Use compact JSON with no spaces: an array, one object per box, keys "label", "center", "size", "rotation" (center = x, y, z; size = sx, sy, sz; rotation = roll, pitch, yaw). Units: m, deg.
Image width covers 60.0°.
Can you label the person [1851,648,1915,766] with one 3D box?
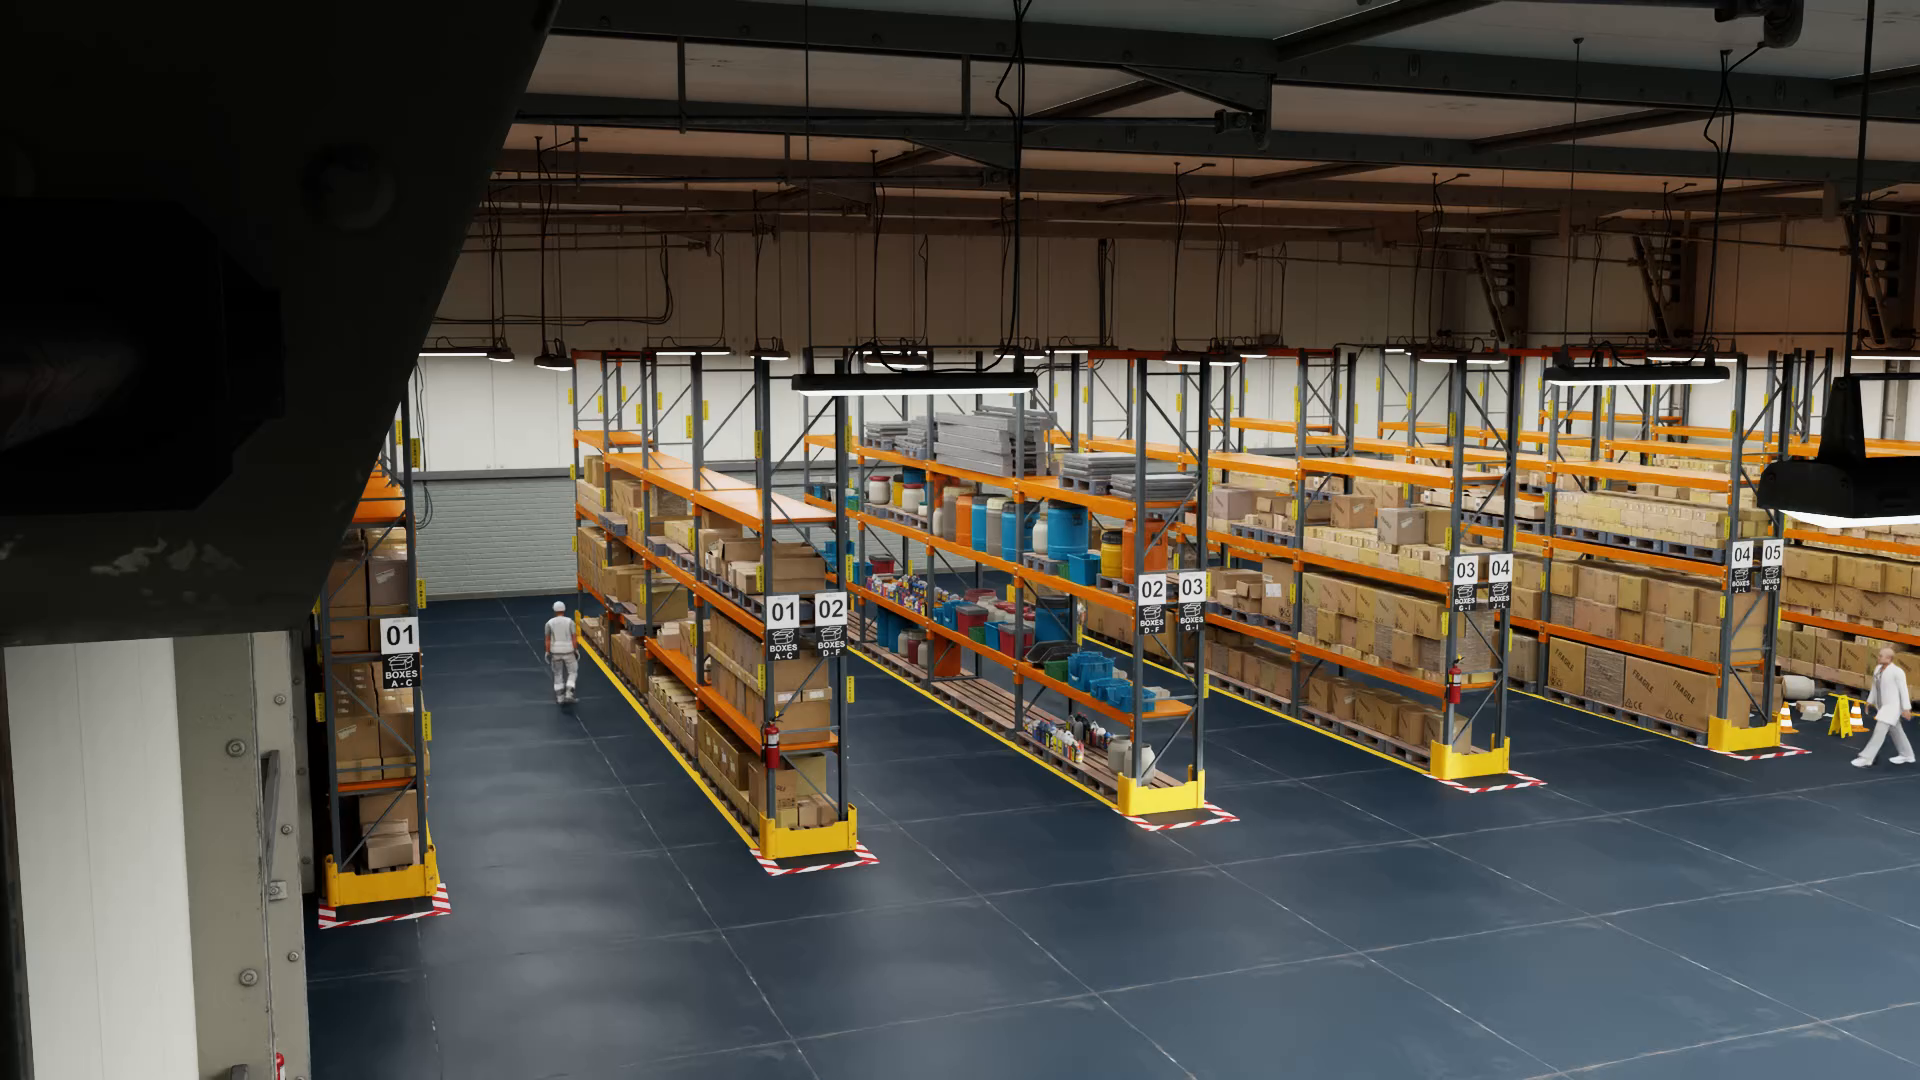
[{"label":"person","center":[13.521,2.430,24.329],"size":[1.062,1.718,0.629],"rotation":[0,7,-2]}]

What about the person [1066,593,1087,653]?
[{"label":"person","center":[2.027,1.641,30.765],"size":[0.656,1.489,0.757],"rotation":[-1,7,-10]}]

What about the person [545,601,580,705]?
[{"label":"person","center":[-6.771,1.938,28.298],"size":[0.588,1.784,0.539],"rotation":[0,7,-2]}]
